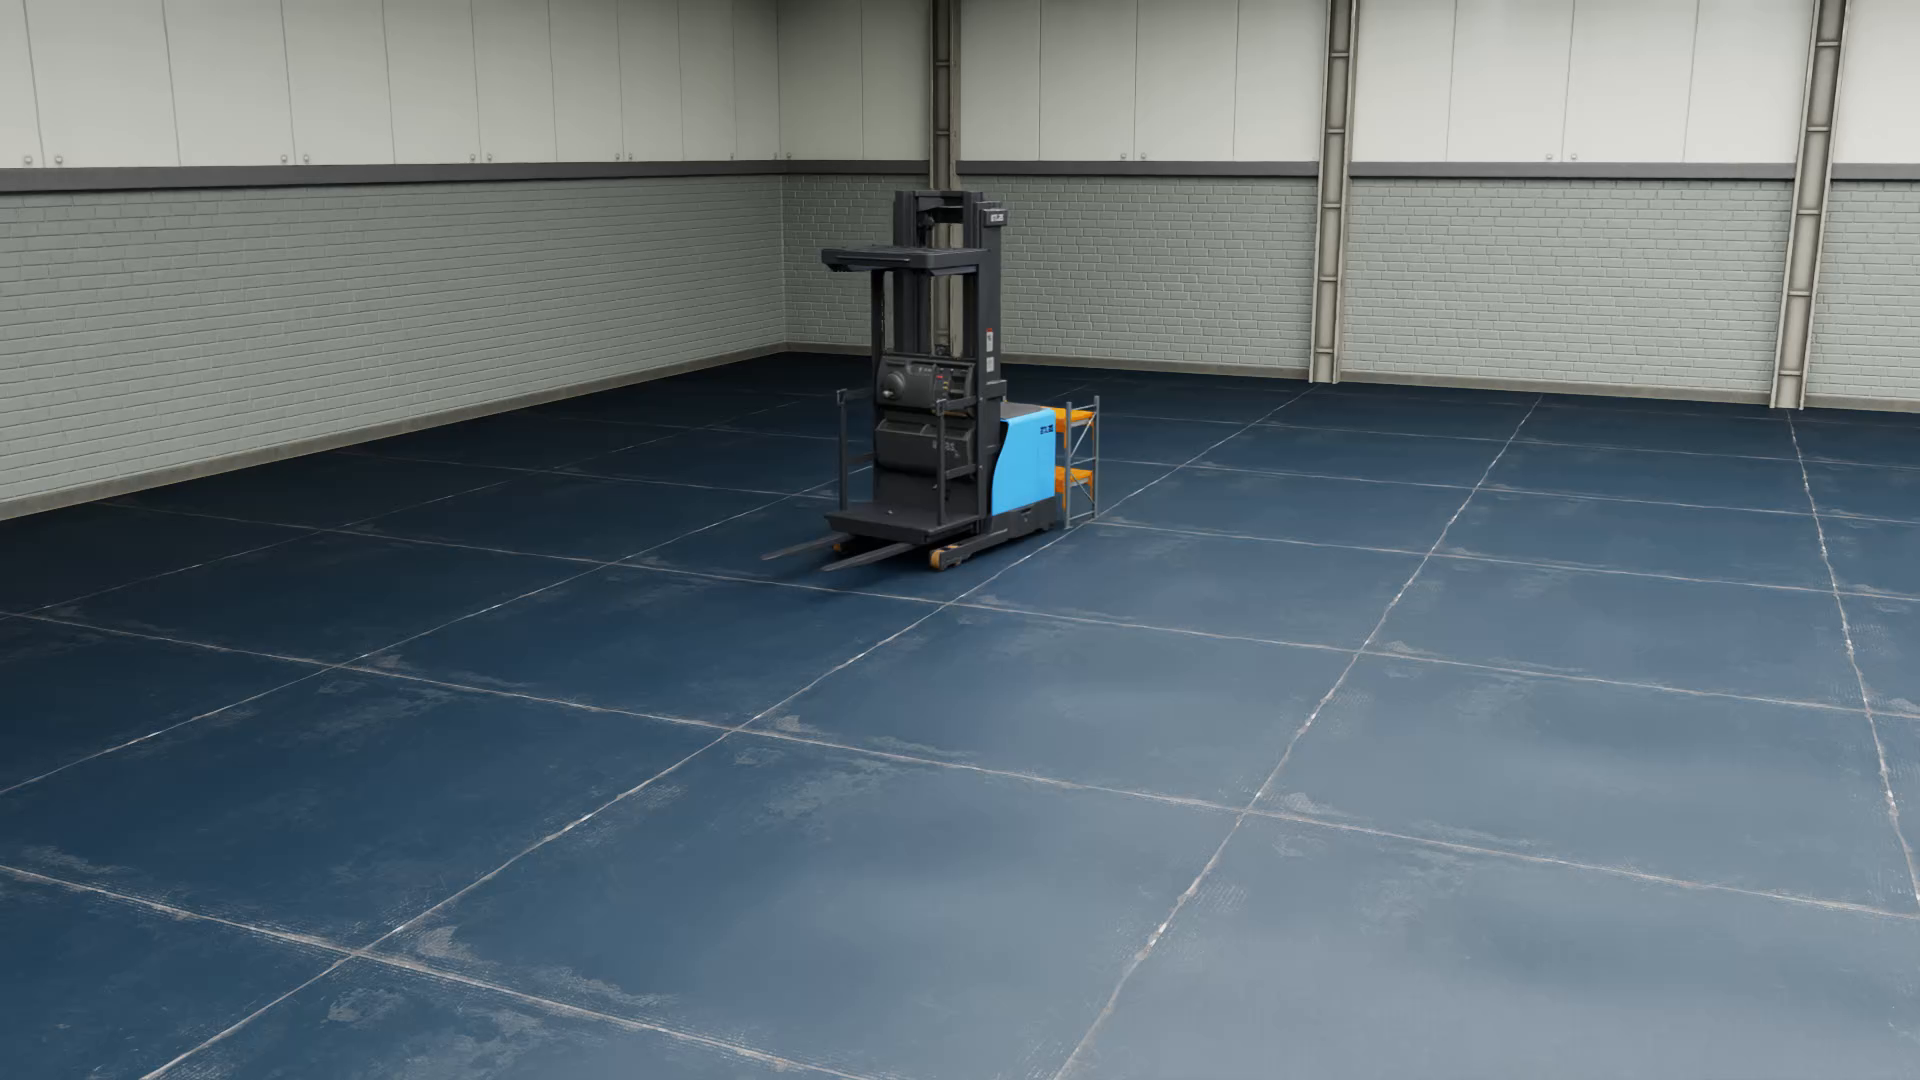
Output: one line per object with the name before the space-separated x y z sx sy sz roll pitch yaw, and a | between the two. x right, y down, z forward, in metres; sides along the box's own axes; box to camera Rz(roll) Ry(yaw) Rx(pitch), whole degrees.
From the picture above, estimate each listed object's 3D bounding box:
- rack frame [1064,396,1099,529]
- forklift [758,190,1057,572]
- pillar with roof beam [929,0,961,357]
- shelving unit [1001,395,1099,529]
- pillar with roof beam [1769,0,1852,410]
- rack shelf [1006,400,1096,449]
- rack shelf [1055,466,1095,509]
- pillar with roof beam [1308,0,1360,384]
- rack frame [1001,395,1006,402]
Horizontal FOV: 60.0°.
rack frame | 1.080 -0.692 14.740 0.032 1.125 0.500 10 16 36
forklift | -0.405 -1.309 13.417 1.130 2.935 3.031 9 16 34
pillar with roof beam | -1.971 -6.322 21.498 0.400 9.000 9.100 6 14 23
shelving unit | 0.672 -0.761 15.036 1.048 1.125 0.538 10 16 36
pillar with roof beam | 9.000 -5.212 16.766 0.400 9.000 9.100 6 14 23
rack shelf | 0.672 -1.046 14.969 1.000 0.278 0.538 10 16 36
rack shelf | 0.672 -0.523 15.091 1.000 0.278 0.538 10 16 36
pillar with roof beam | 3.514 -5.767 19.132 0.400 9.000 9.100 6 14 23
rack frame | 0.264 -0.830 15.331 0.032 1.125 0.500 10 16 36
